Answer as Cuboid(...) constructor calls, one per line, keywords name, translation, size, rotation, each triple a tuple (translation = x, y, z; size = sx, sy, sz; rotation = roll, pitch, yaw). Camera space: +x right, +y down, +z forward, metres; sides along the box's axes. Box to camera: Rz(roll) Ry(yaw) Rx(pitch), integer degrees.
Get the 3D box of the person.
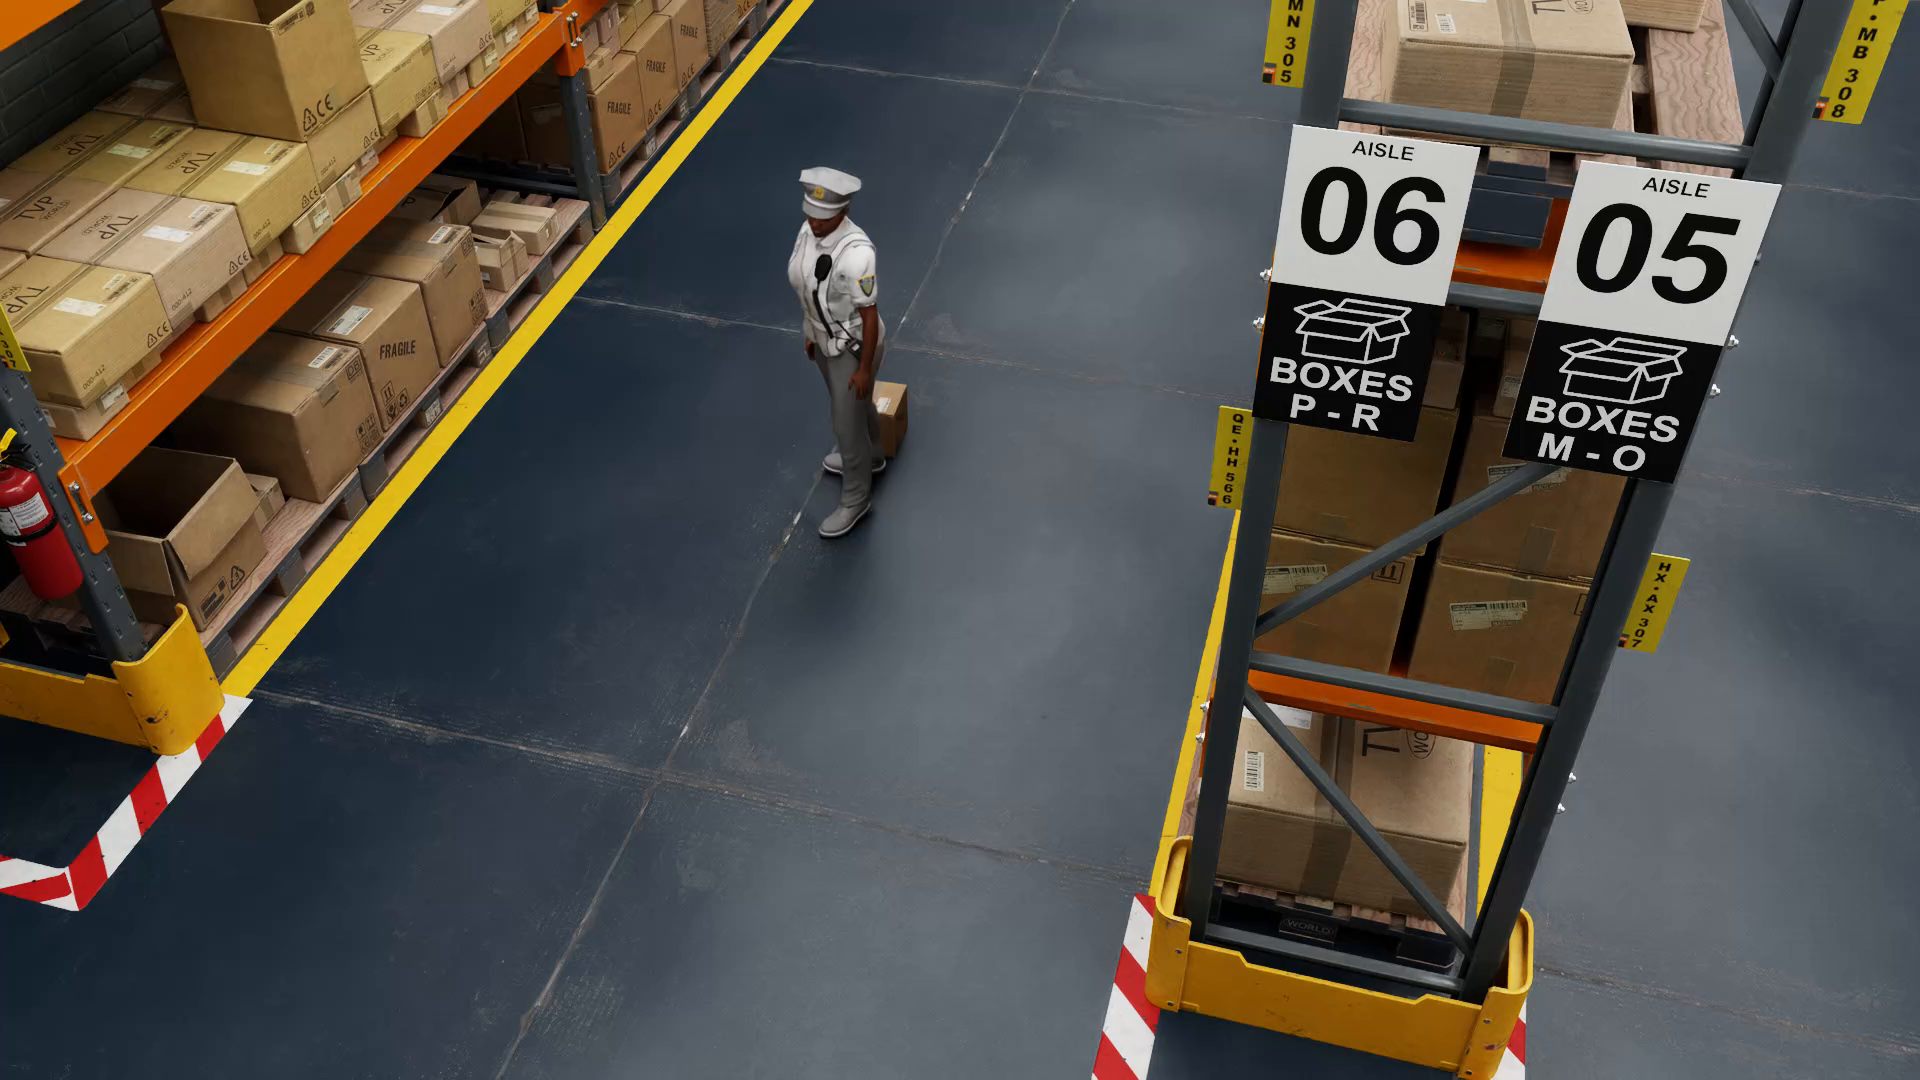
Cuboid(name="person", translation=(-0.517, -0.837, 7.083), size=(0.483, 1.671, 0.502), rotation=(-21, 46, -22))
